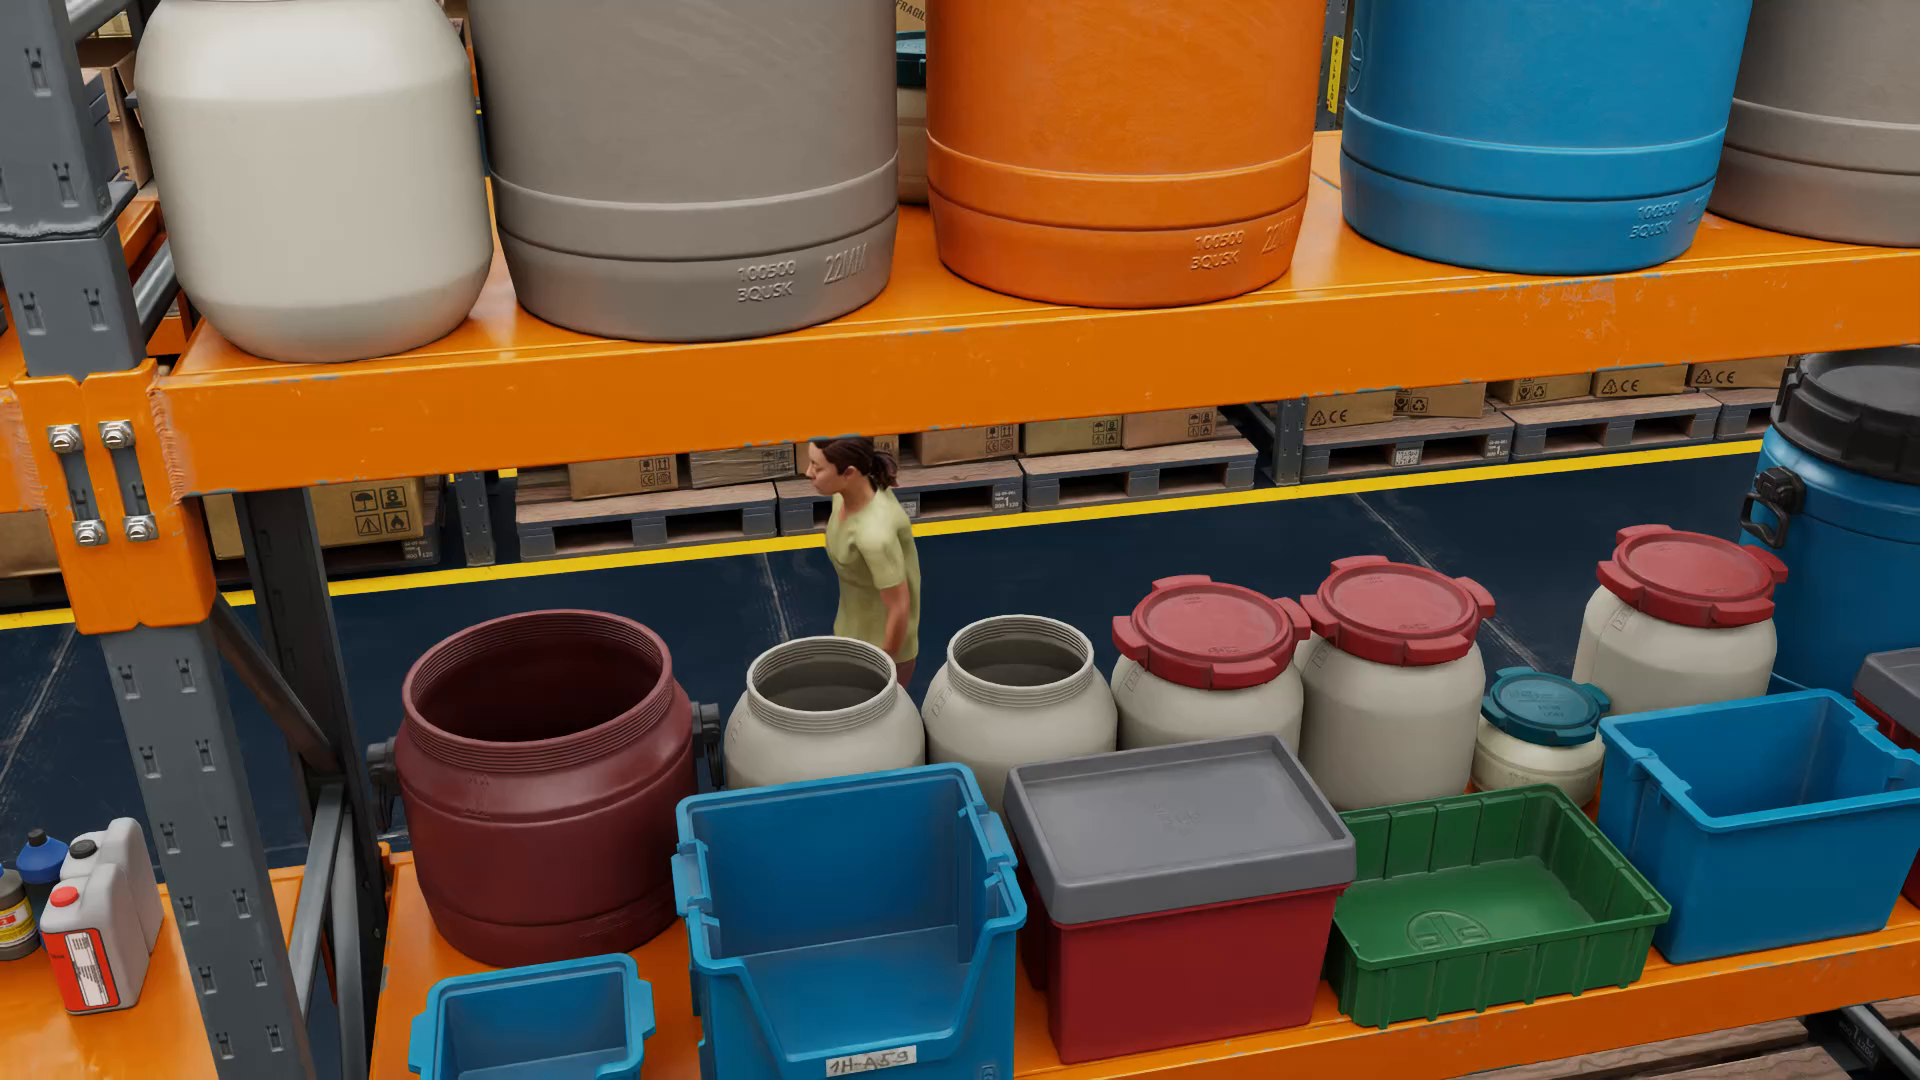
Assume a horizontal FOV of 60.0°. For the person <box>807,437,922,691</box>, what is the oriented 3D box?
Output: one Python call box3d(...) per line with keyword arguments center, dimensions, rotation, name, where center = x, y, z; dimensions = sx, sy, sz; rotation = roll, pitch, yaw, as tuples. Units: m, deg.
box3d(center=(-0.317, 0.356, 5.416), dimensions=(0.364, 1.671, 0.513), rotation=(-8, 28, -14), name="person")
